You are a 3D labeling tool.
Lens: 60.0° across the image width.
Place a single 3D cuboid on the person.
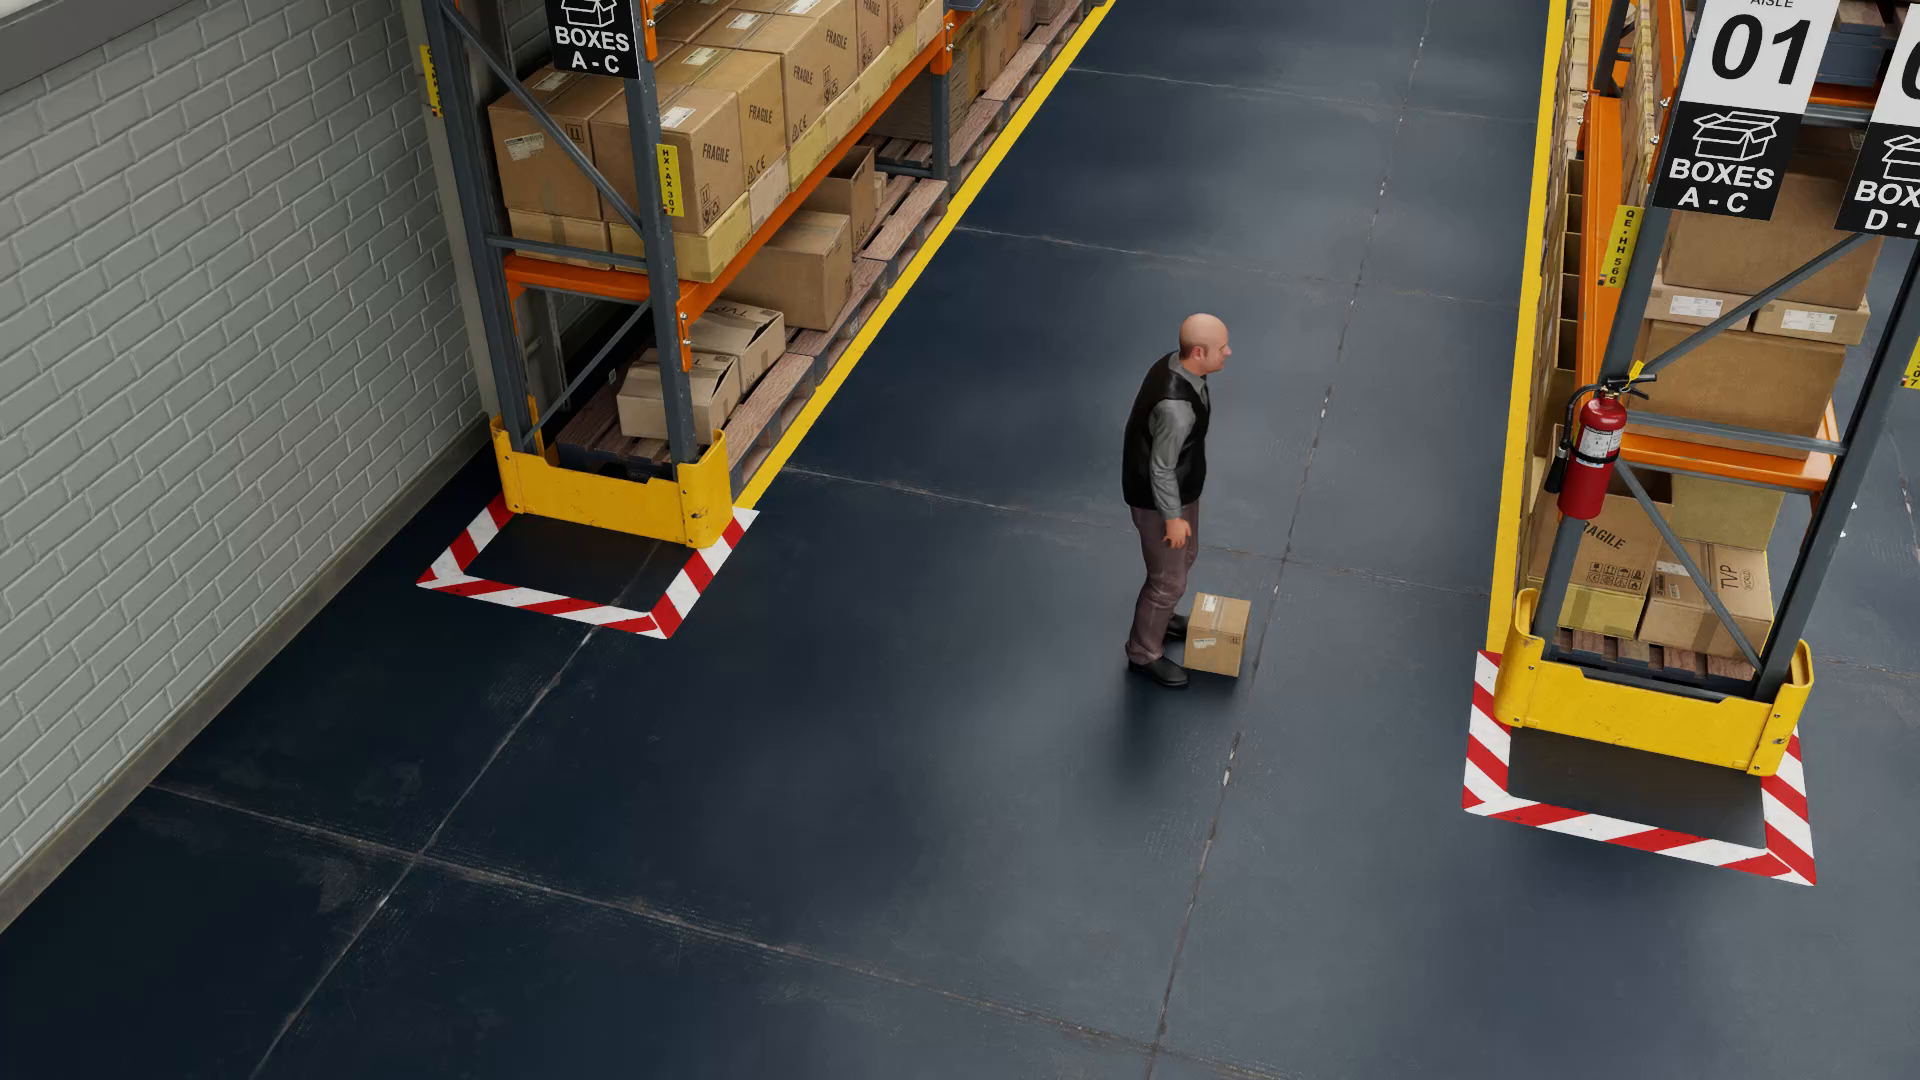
[{"bbox_3d":[0.903,-0.210,7.192,0.415,1.722,0.591,9,38,12],"label":"person"}]
